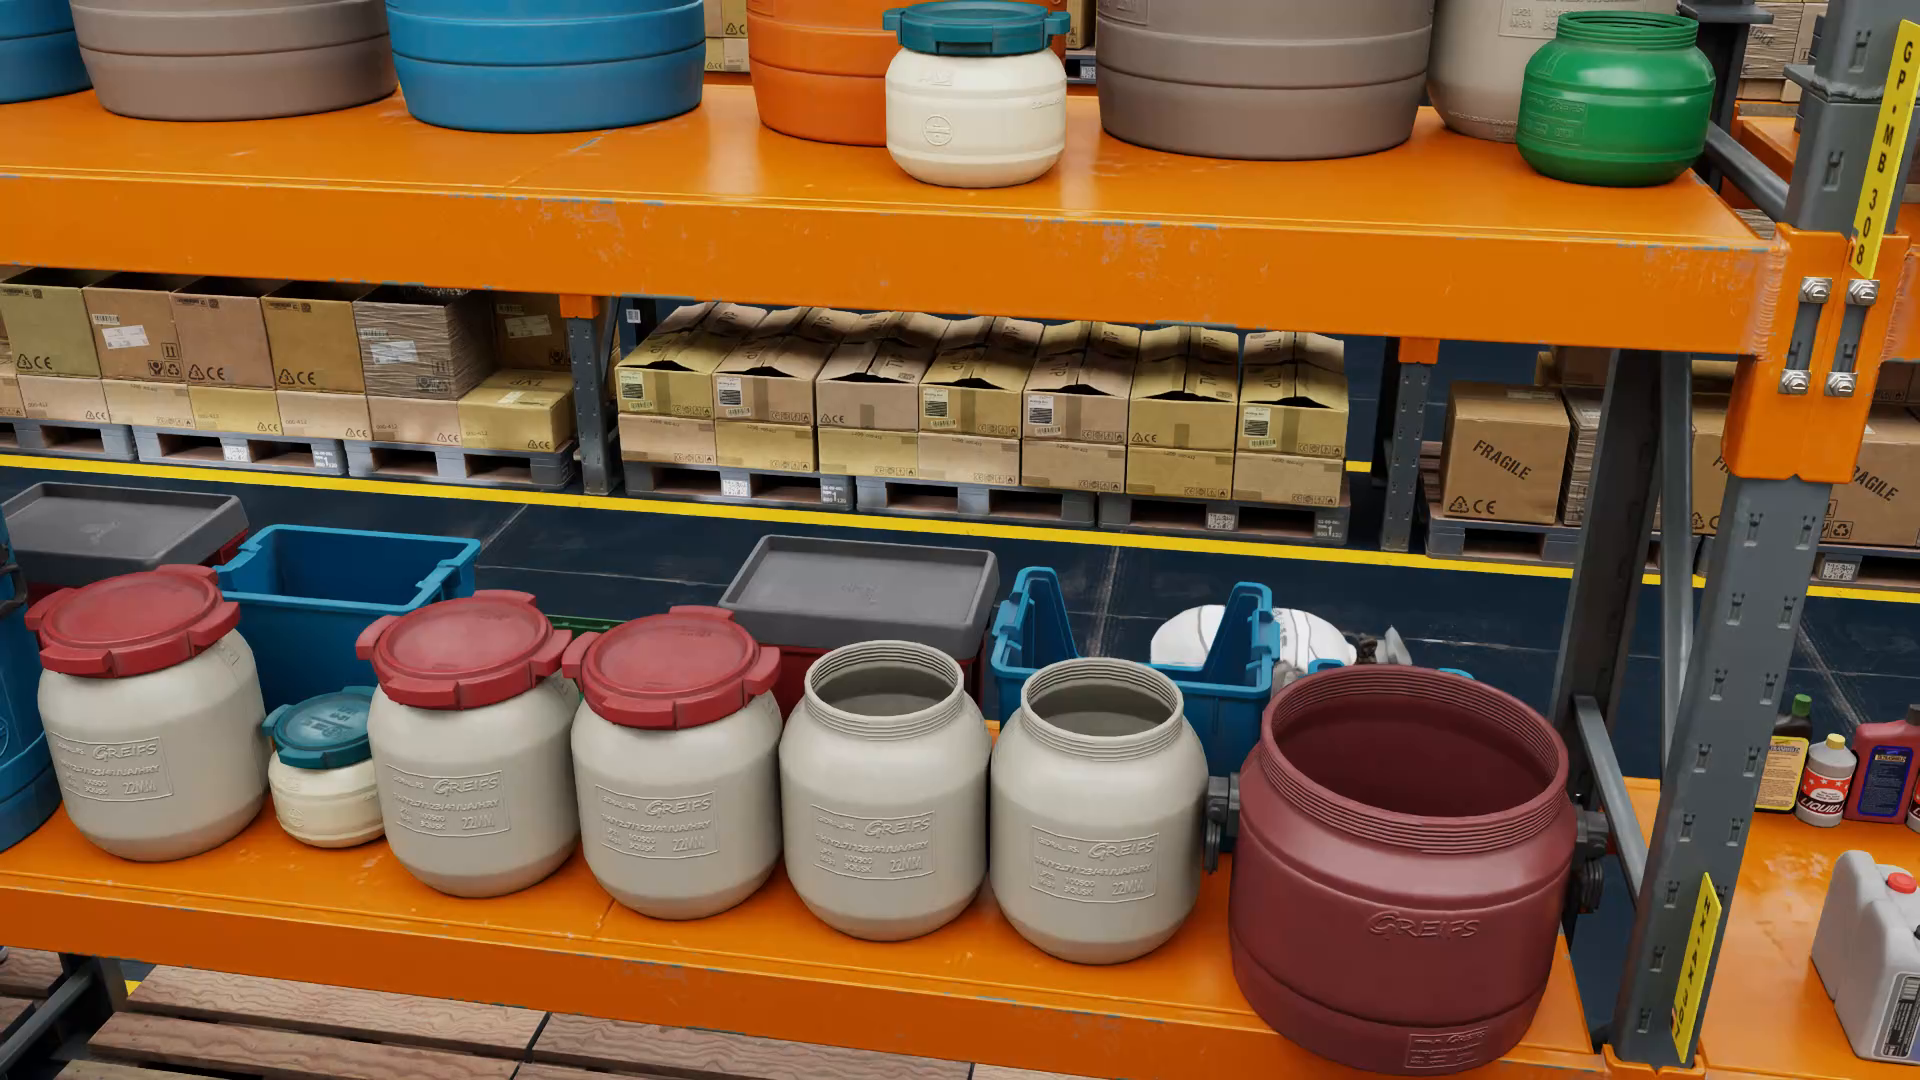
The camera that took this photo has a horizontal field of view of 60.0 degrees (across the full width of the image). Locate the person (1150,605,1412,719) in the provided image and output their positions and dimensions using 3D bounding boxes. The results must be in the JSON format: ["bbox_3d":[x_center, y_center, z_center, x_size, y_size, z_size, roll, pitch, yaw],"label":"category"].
[{"bbox_3d":[1.121,0.628,5.837,0.925,0.803,0.467,3,25,7],"label":"person"}]
